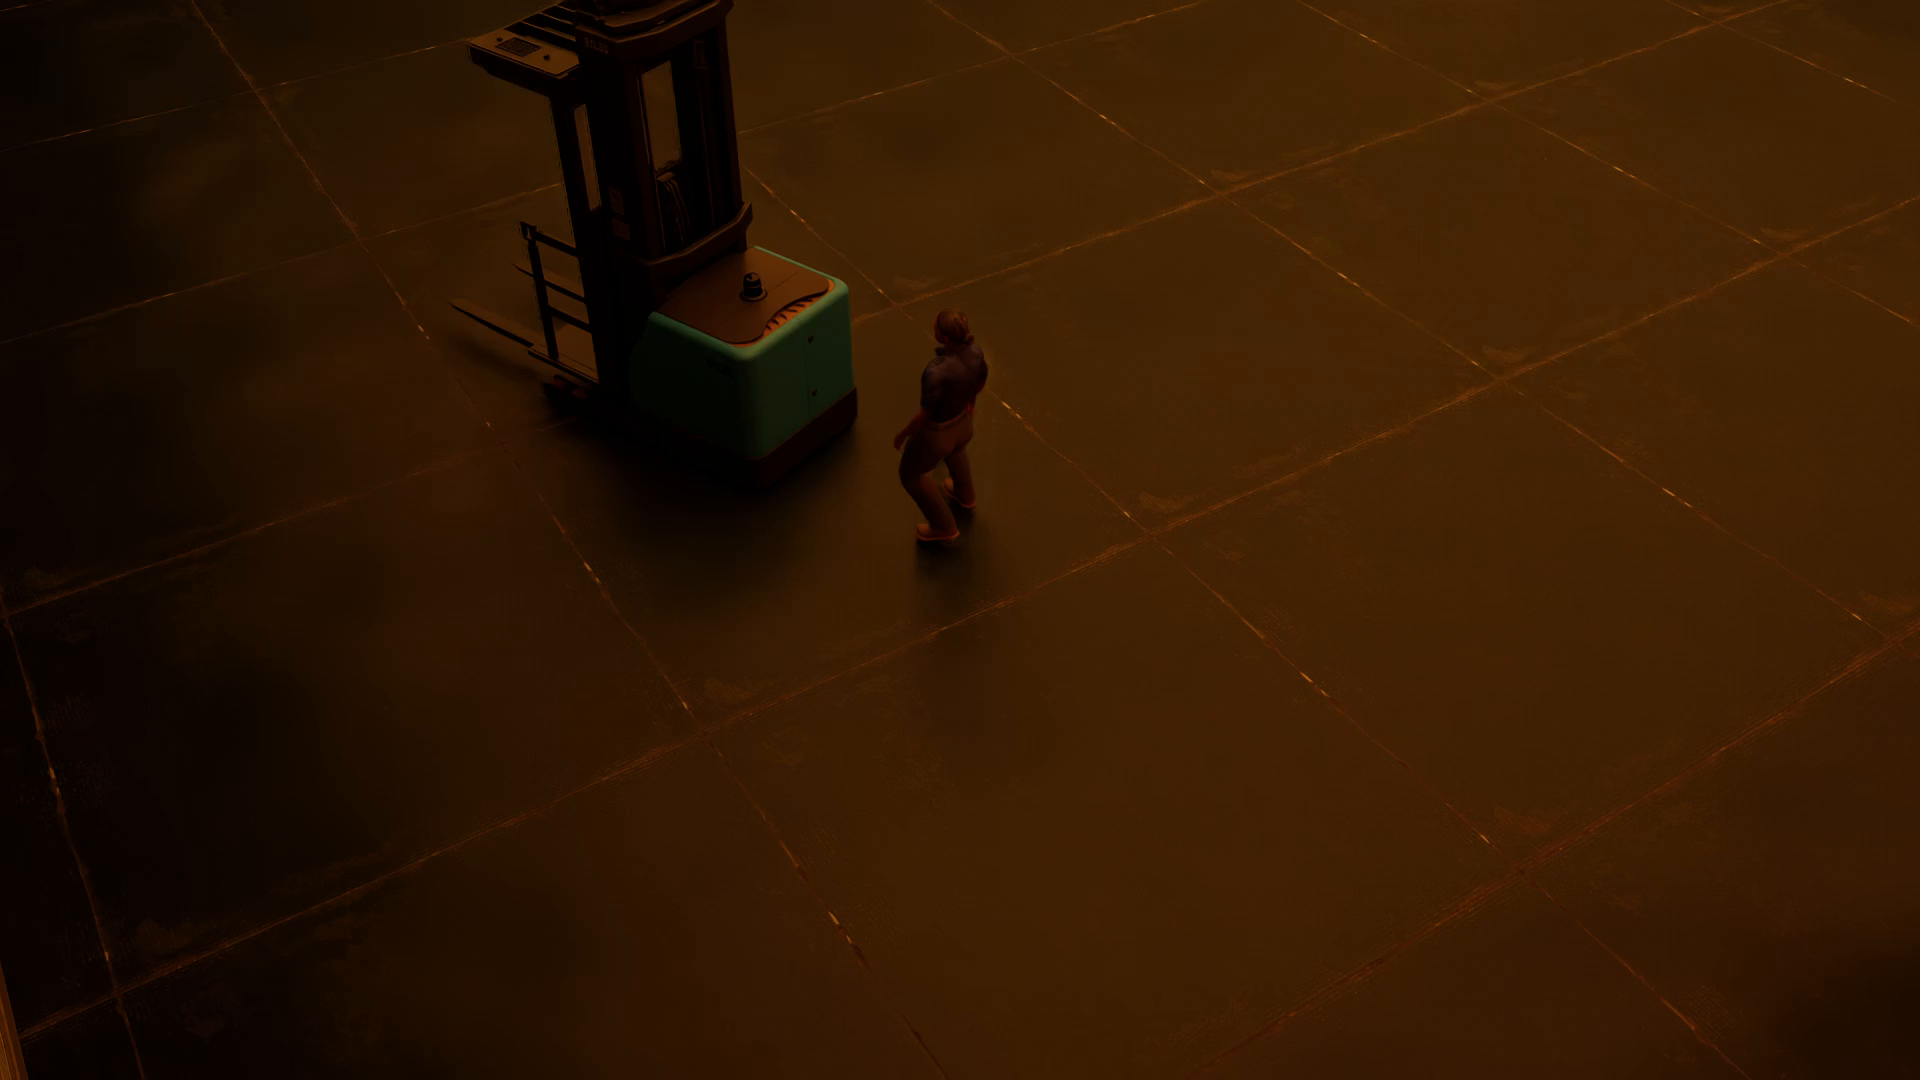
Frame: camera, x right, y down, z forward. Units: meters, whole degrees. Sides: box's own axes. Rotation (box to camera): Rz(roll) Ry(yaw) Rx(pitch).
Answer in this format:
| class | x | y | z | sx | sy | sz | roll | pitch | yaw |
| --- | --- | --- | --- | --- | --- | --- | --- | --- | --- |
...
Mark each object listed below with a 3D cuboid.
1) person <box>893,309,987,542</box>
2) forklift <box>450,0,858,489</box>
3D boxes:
| class | x | y | z | sx | sy | sz | roll | pitch | yaw |
| --- | --- | --- | --- | --- | --- | --- | --- | --- | --- |
| person | -0.103 | -0.702 | 9.636 | 0.479 | 1.604 | 0.655 | 31 | 50 | 30 |
| forklift | -2.163 | -2.199 | 10.388 | 3.031 | 2.935 | 1.130 | 25 | 47 | 26 |
